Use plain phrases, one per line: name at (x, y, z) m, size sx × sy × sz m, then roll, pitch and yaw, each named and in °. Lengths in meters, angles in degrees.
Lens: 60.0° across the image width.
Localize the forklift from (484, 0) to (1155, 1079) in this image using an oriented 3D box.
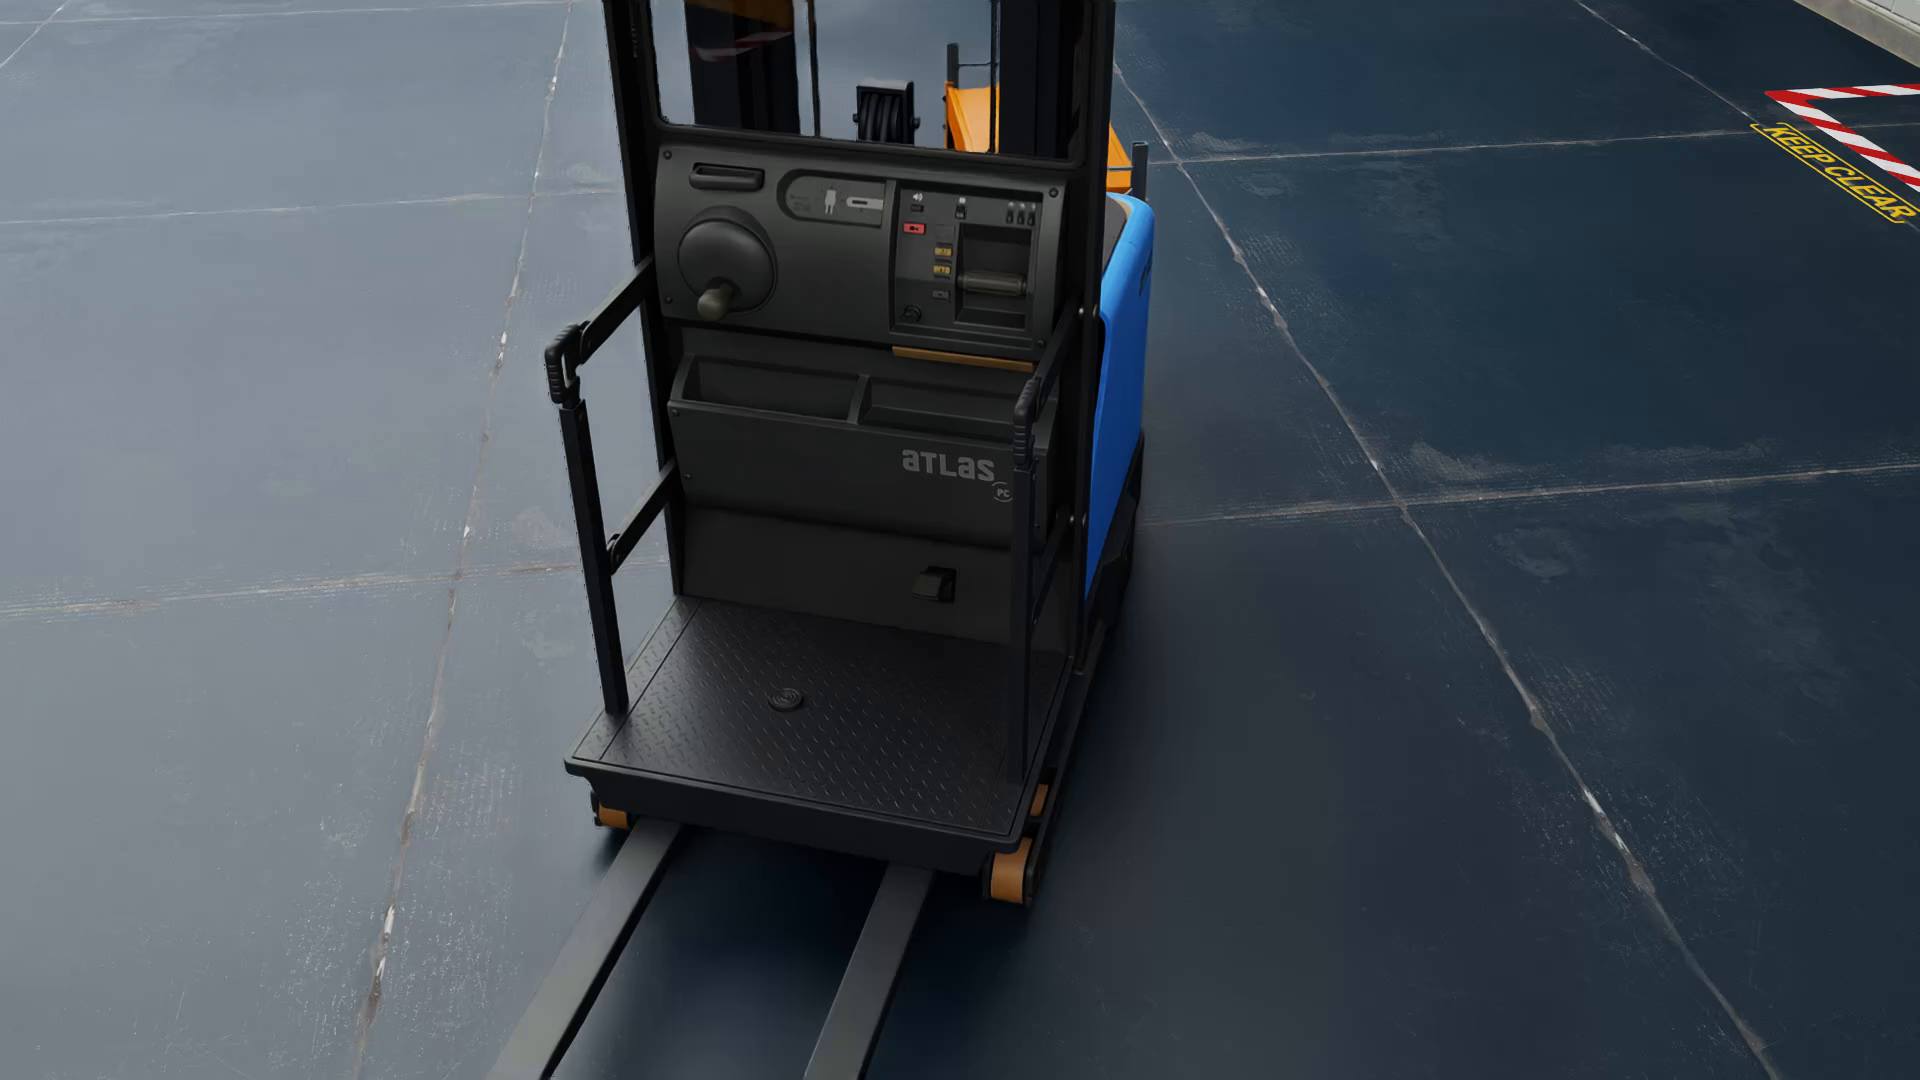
forklift at (-0.284, -0.585, 3.506) m, size 1.130 × 2.935 × 3.031 m, roll 8°, pitch 35°, yaw 12°

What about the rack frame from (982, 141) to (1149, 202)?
rack frame at (0.317, -0.715, 5.300) m, size 0.500 × 1.125 × 0.032 m, roll -4°, pitch 34°, yaw -5°

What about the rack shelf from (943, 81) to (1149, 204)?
rack shelf at (0.260, -1.241, 5.553) m, size 0.538 × 0.278 × 1.000 m, roll -4°, pitch 34°, yaw -5°

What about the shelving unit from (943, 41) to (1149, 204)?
shelving unit at (0.260, -0.999, 5.718) m, size 0.538 × 1.125 × 1.048 m, roll -4°, pitch 34°, yaw -5°

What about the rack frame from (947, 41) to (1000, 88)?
rack frame at (0.204, -1.284, 6.135) m, size 0.500 × 1.125 × 0.032 m, roll -4°, pitch 34°, yaw -5°
